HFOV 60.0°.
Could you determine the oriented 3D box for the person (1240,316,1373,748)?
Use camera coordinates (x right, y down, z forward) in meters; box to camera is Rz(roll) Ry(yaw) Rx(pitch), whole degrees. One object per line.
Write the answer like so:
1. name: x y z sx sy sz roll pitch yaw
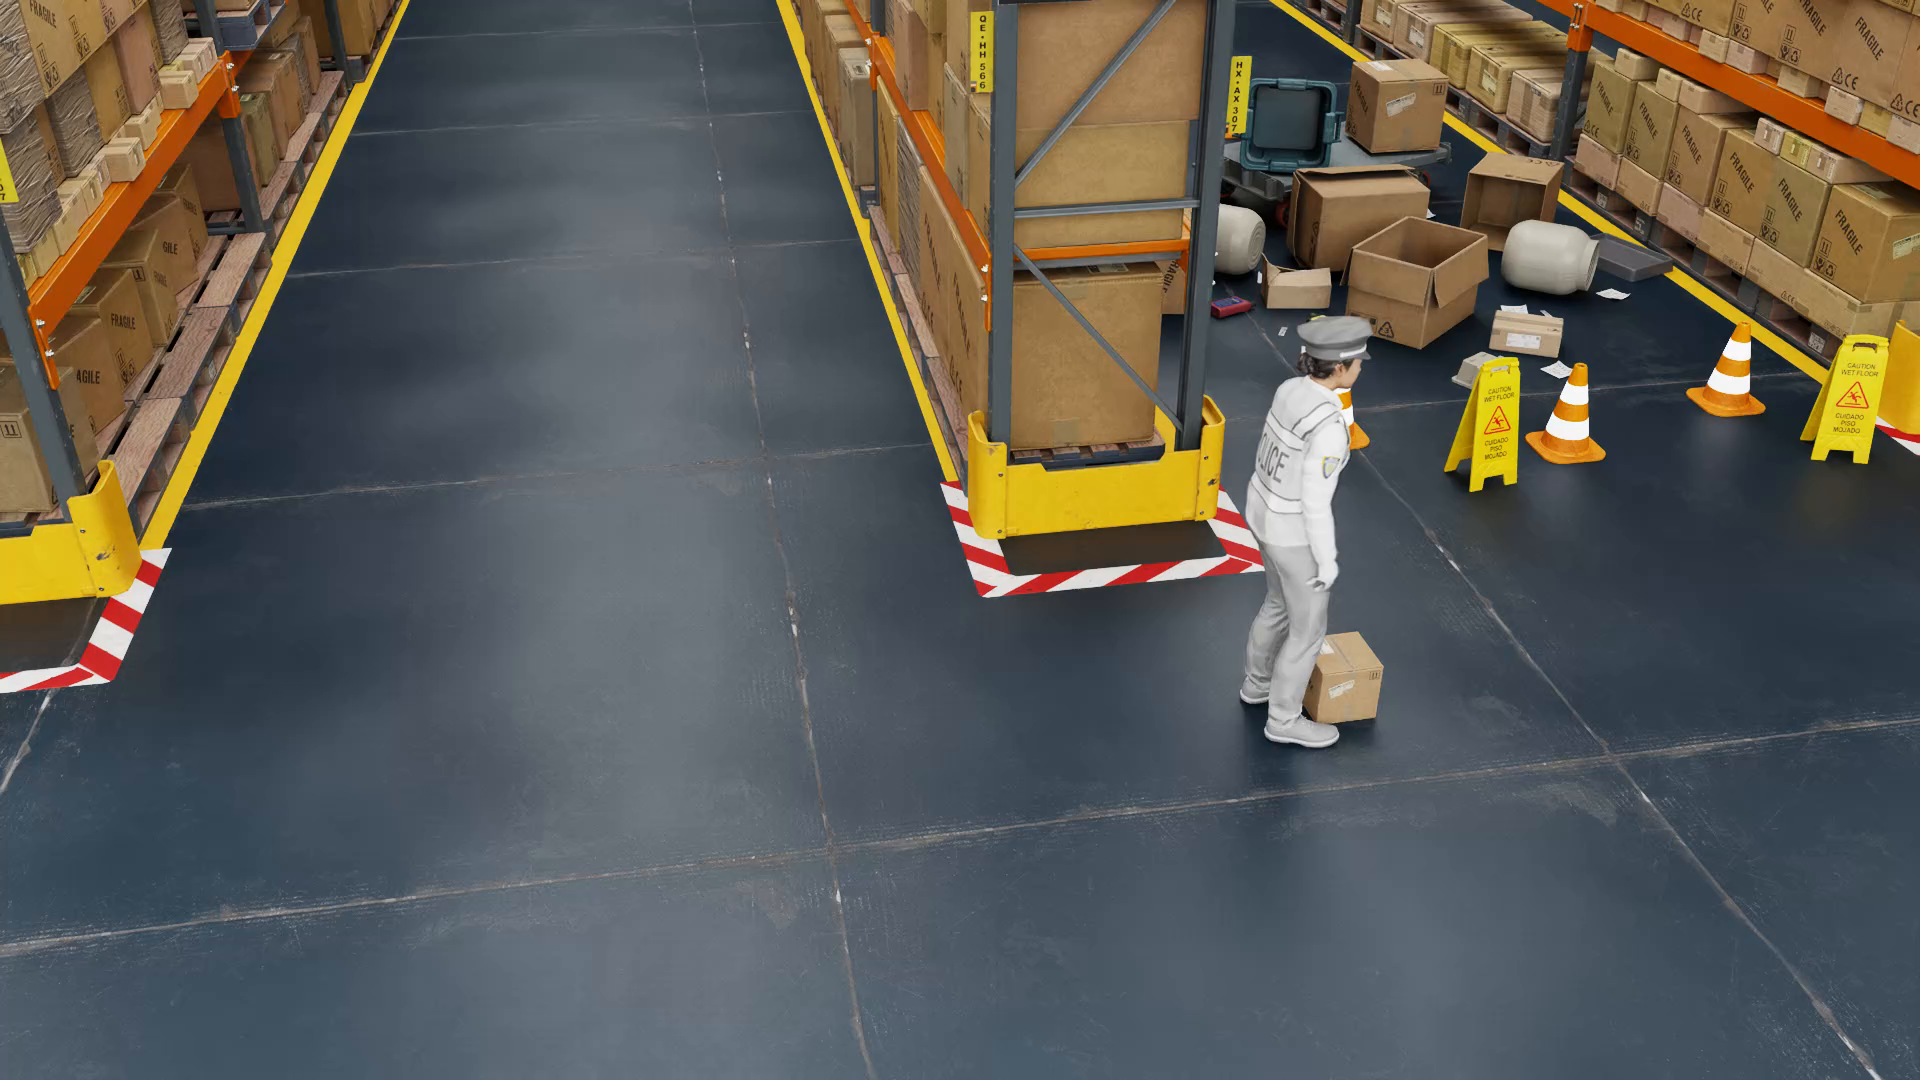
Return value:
1. person: 1.261 -0.029 6.179 0.375 1.662 0.528 -5 31 -9
